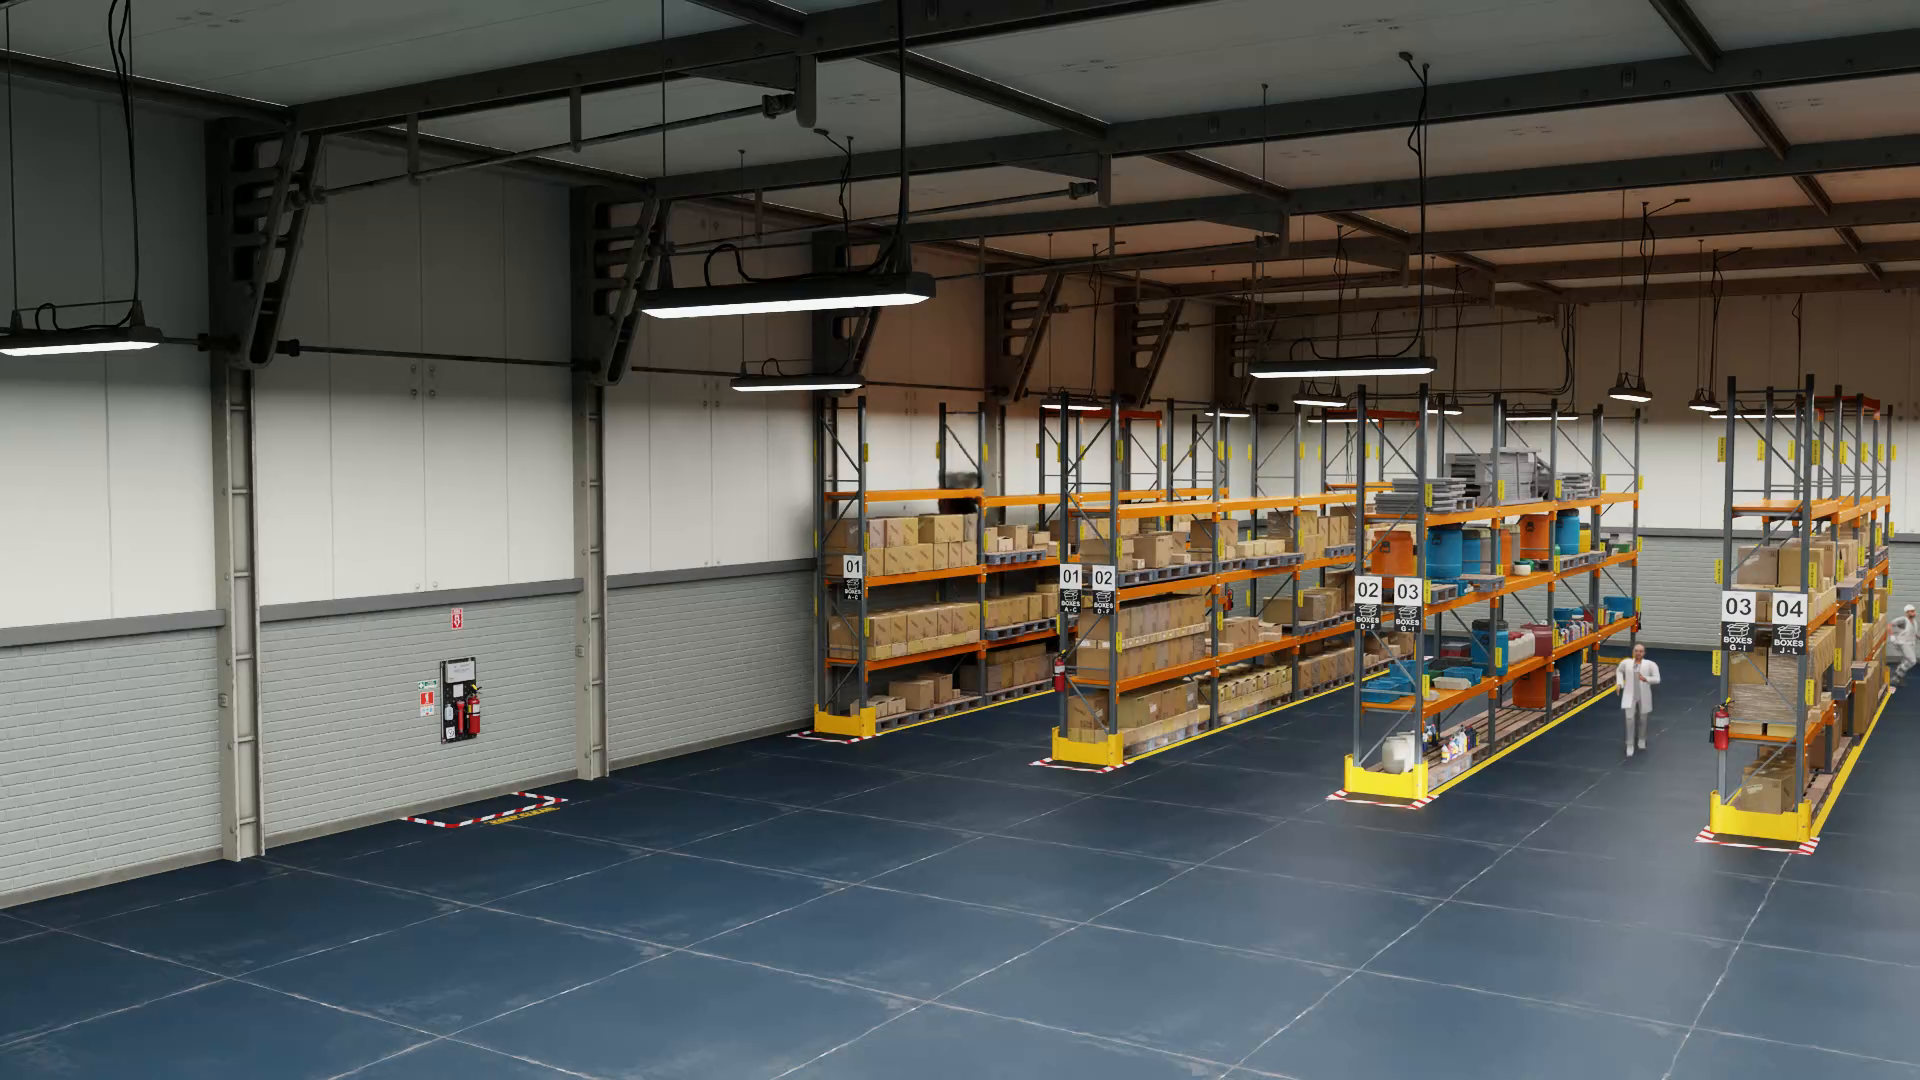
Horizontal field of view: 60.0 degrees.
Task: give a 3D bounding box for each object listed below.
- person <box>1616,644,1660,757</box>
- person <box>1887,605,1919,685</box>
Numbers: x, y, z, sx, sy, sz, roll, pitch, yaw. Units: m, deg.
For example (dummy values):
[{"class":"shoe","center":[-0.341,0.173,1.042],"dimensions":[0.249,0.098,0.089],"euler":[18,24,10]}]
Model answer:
[{"class":"person","center":[11.276,2.639,27.679],"dimensions":[0.689,1.808,0.983],"euler":[1,3,23]},{"class":"person","center":[20.215,2.250,35.539],"dimensions":[0.779,1.748,0.608],"euler":[-1,3,-25]}]
